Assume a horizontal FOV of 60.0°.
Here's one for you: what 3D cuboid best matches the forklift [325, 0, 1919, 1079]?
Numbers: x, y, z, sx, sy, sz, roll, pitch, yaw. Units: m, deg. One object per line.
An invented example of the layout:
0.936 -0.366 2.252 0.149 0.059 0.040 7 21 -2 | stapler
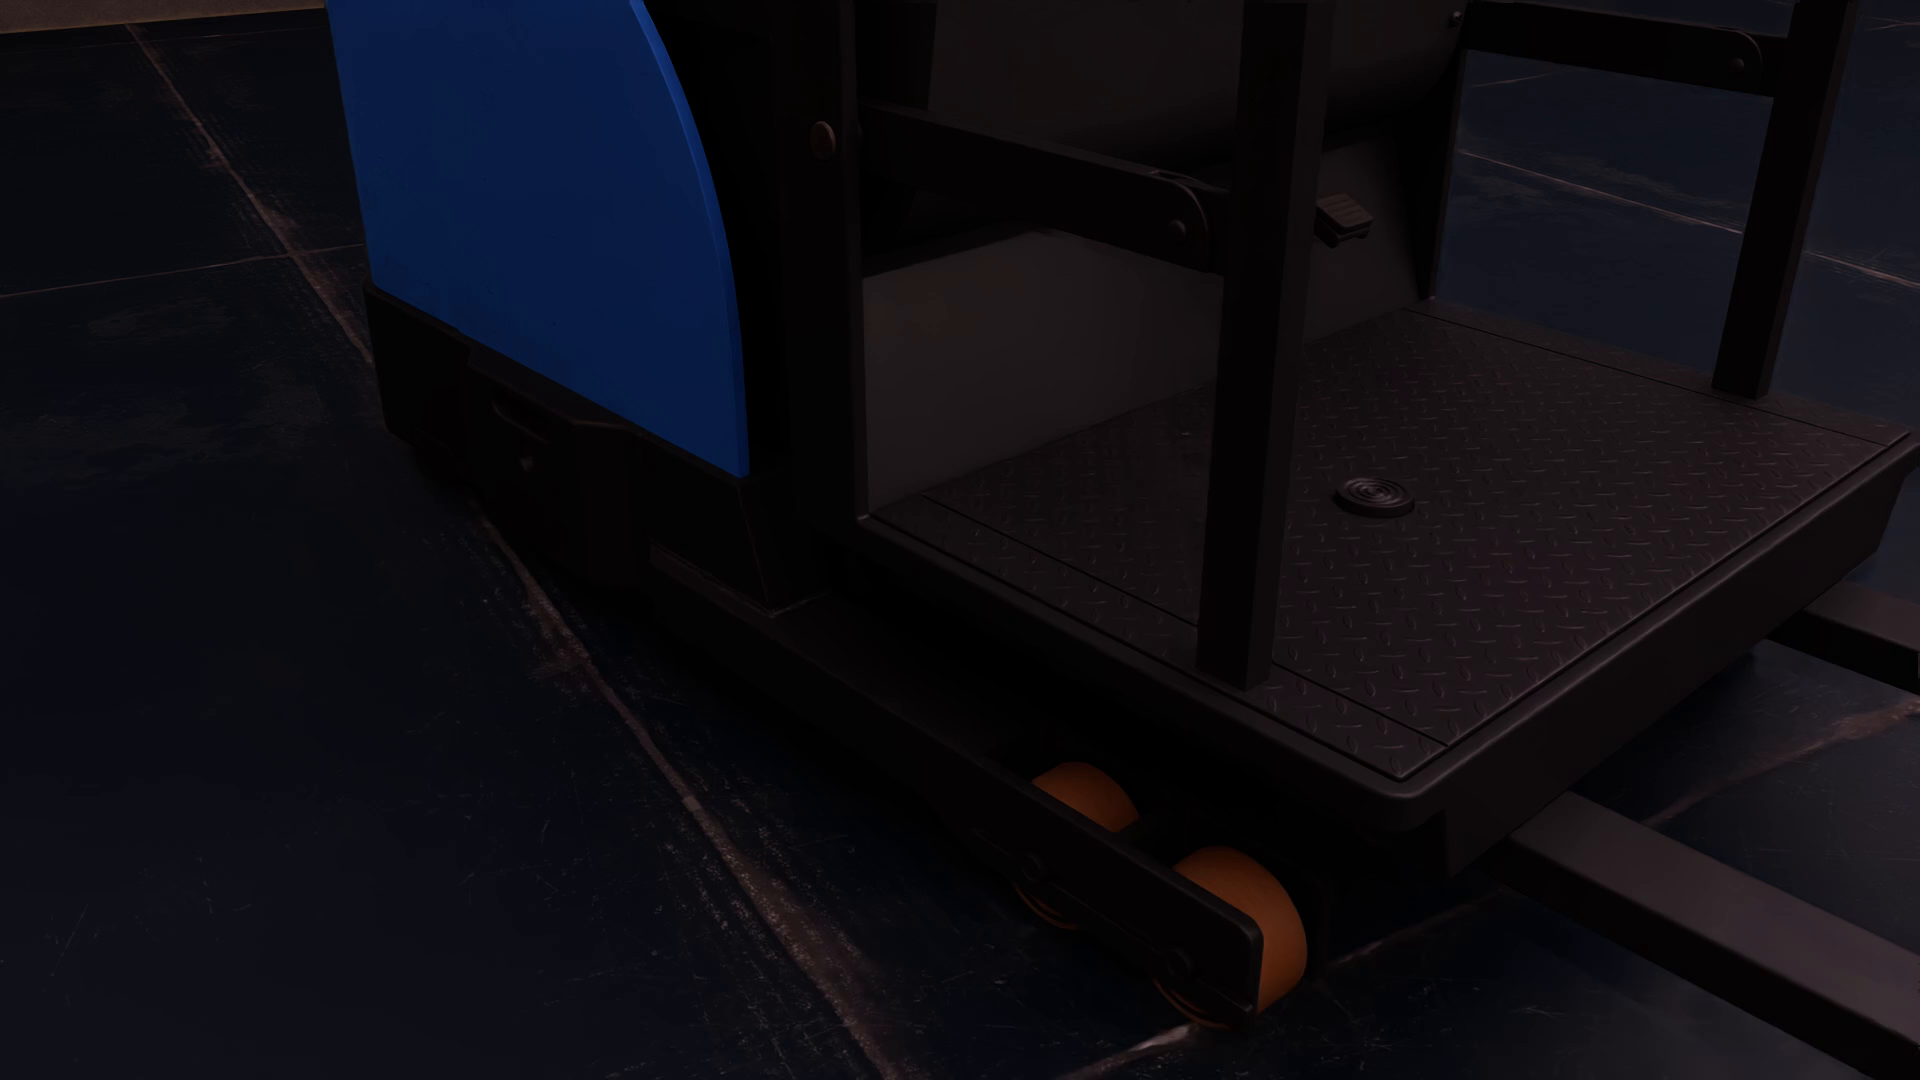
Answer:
0.424 -1.106 1.441 1.130 2.935 3.031 -23 35 -37 | forklift
